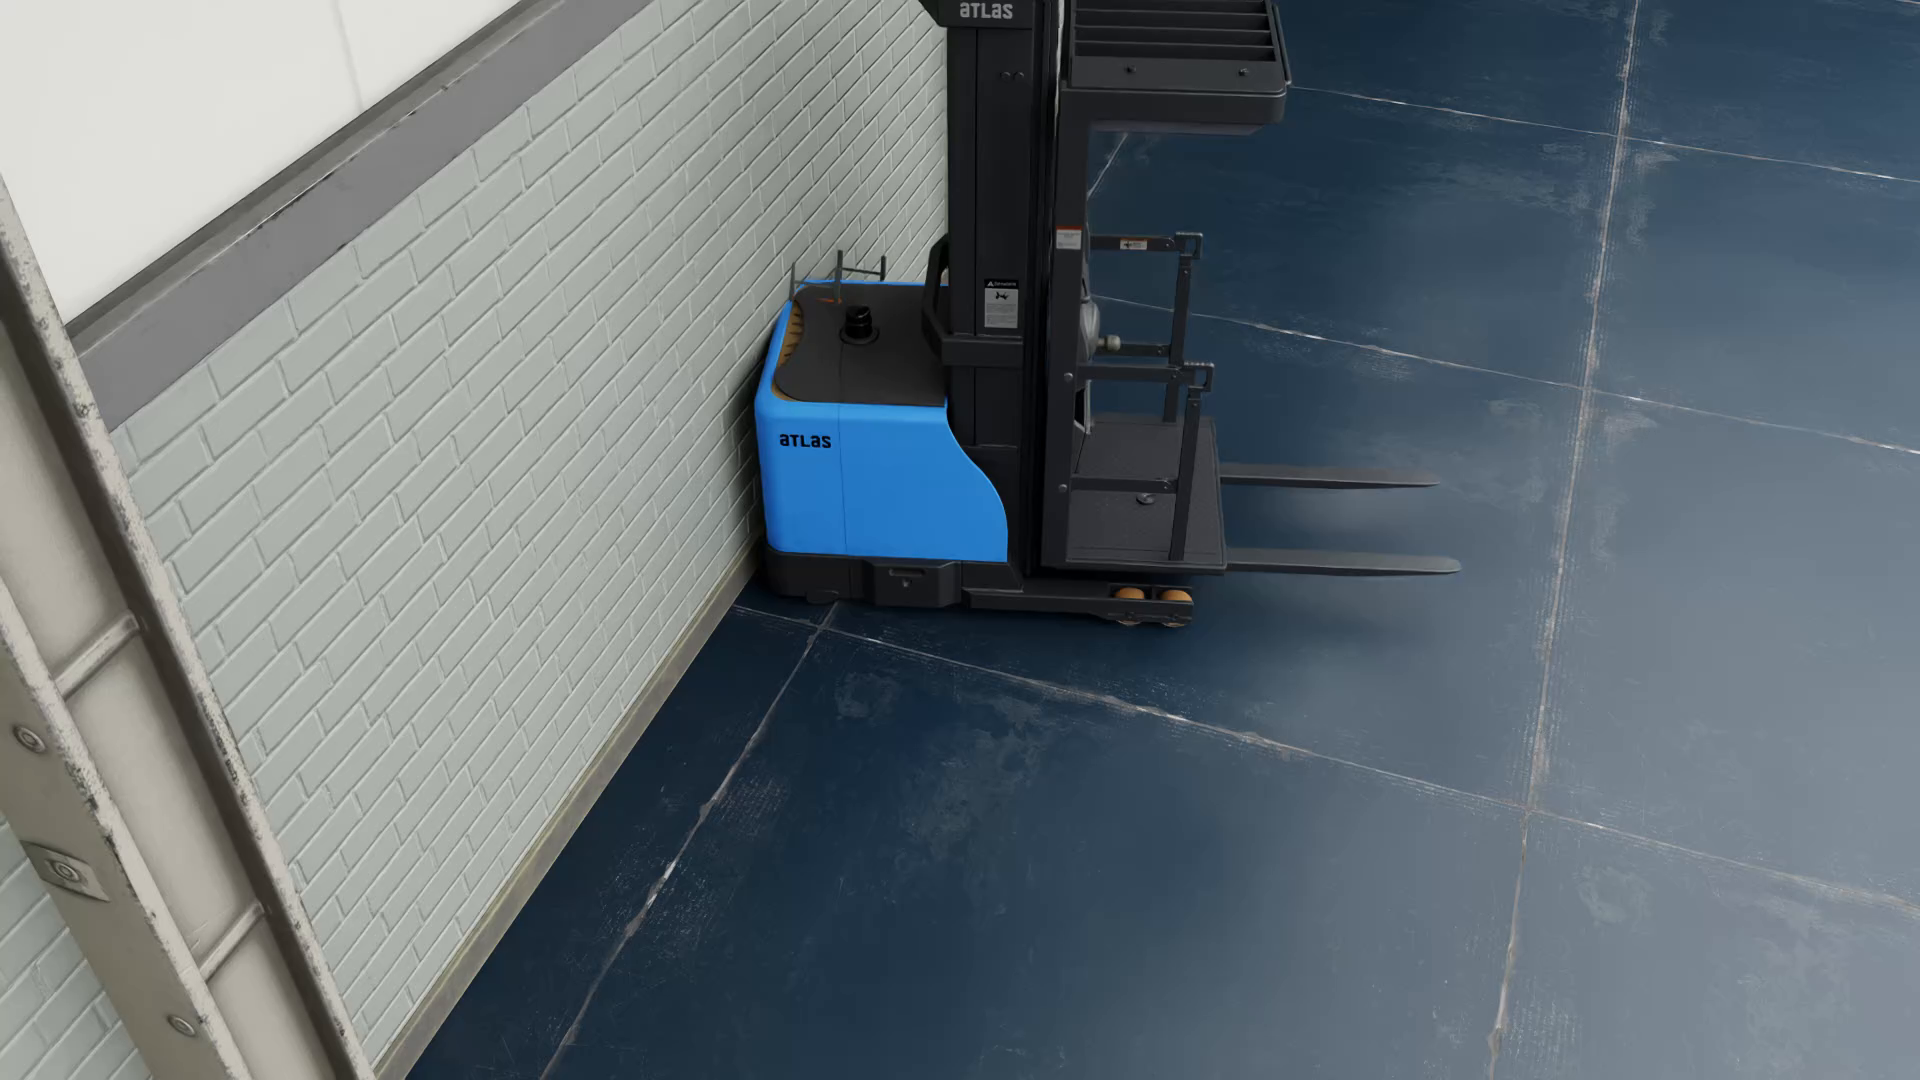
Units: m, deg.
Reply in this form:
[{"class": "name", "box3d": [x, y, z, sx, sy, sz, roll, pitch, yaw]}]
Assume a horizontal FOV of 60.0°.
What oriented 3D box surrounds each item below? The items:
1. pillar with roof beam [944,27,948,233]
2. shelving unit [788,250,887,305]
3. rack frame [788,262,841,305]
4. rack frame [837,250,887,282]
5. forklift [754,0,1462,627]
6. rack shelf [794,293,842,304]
[{"class": "pillar with roof beam", "box3d": [4.170, -3.986, 5.443, 9.100, 9.000, 0.400, 13, 42, 15]}, {"class": "shelving unit", "box3d": [-0.581, -0.683, 7.598, 0.258, 1.200, 0.503, 11, 19, 19]}, {"class": "rack frame", "box3d": [-0.670, -0.619, 7.380, 0.240, 1.200, 0.015, 11, 19, 19]}, {"class": "rack frame", "box3d": [-0.492, -0.747, 7.816, 0.240, 1.200, 0.015, 11, 19, 19]}, {"class": "forklift", "box3d": [0.687, -1.094, 6.728, 3.031, 2.935, 1.130, 2, 41, 3]}, {"class": "rack shelf", "box3d": [-0.553, -1.056, 7.477, 0.258, 0.148, 0.480, 11, 19, 19]}]
